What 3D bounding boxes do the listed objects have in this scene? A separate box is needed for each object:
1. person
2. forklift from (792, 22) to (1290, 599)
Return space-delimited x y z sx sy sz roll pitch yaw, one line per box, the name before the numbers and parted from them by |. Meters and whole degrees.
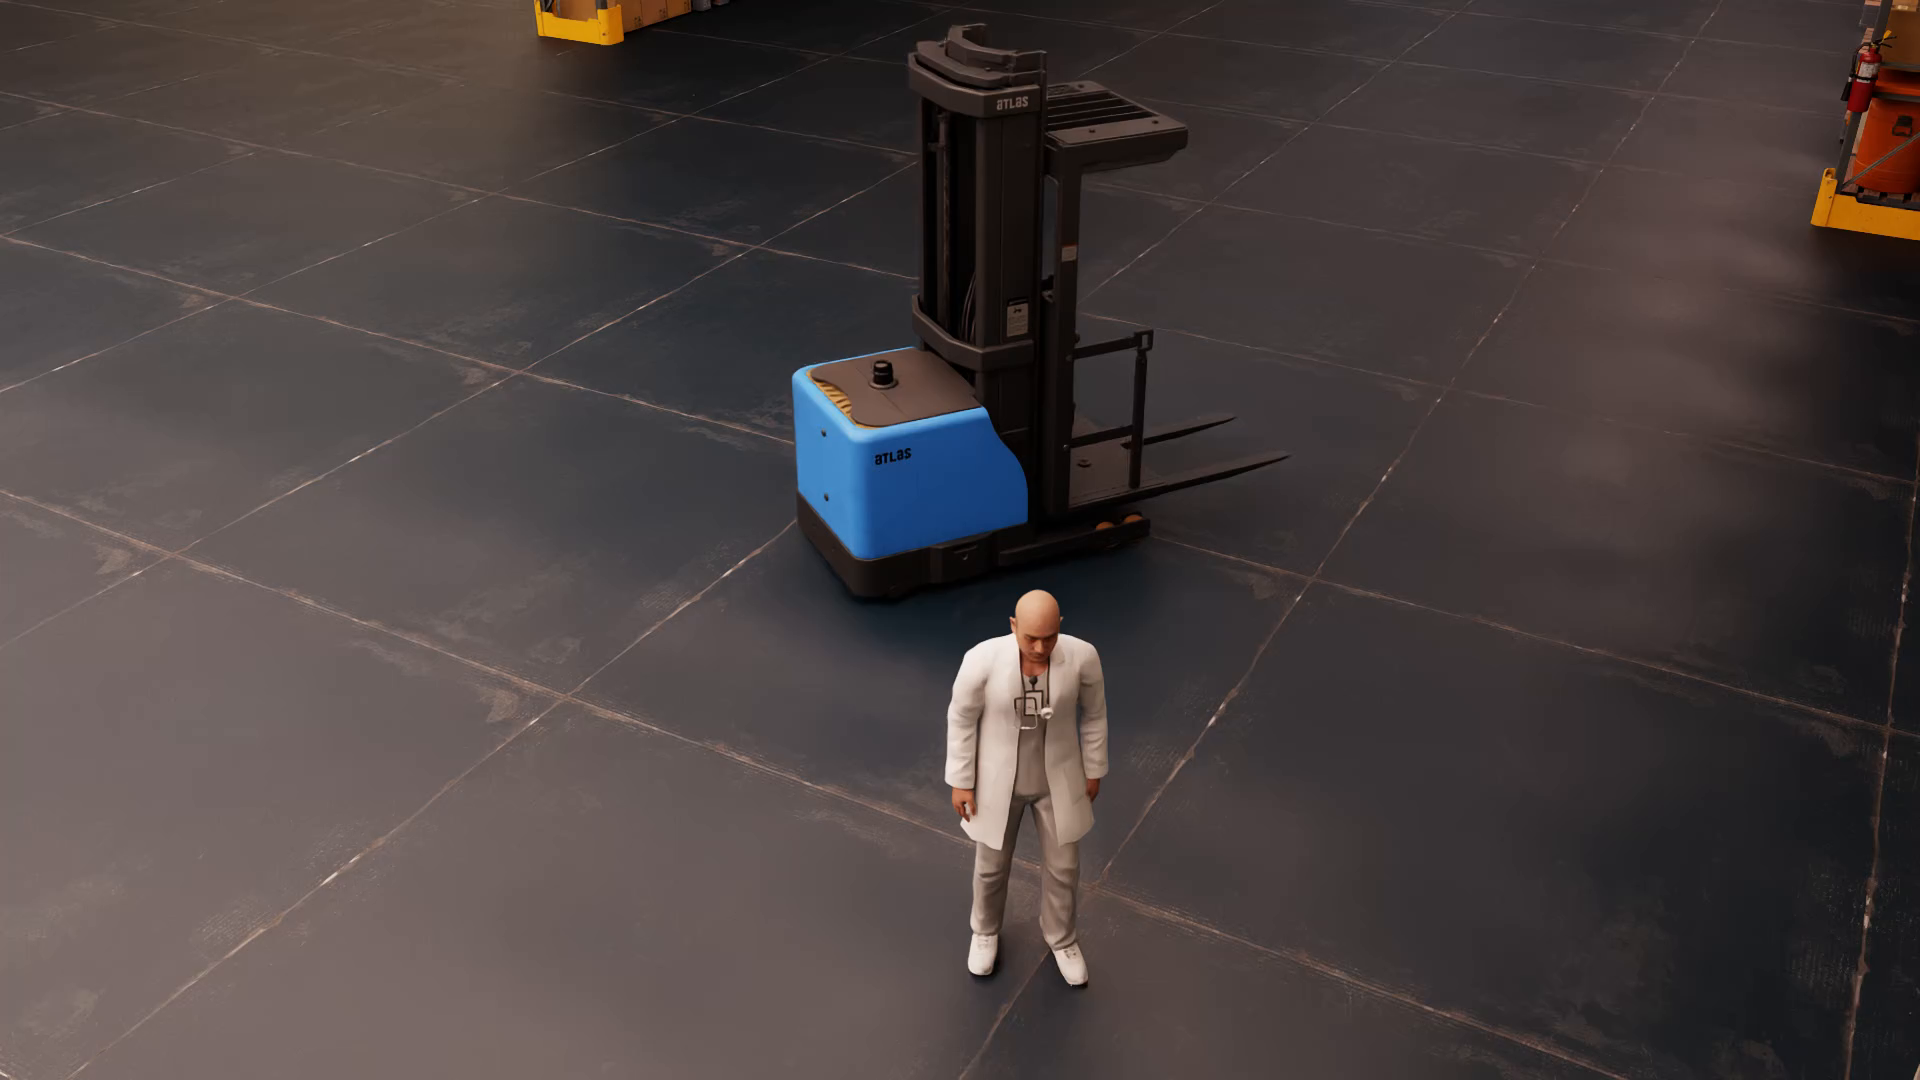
person | 0.269 0.967 6.564 0.651 1.779 0.459 -2 30 -3
forklift | 0.574 -1.433 9.554 3.031 2.935 1.130 -14 33 -22
